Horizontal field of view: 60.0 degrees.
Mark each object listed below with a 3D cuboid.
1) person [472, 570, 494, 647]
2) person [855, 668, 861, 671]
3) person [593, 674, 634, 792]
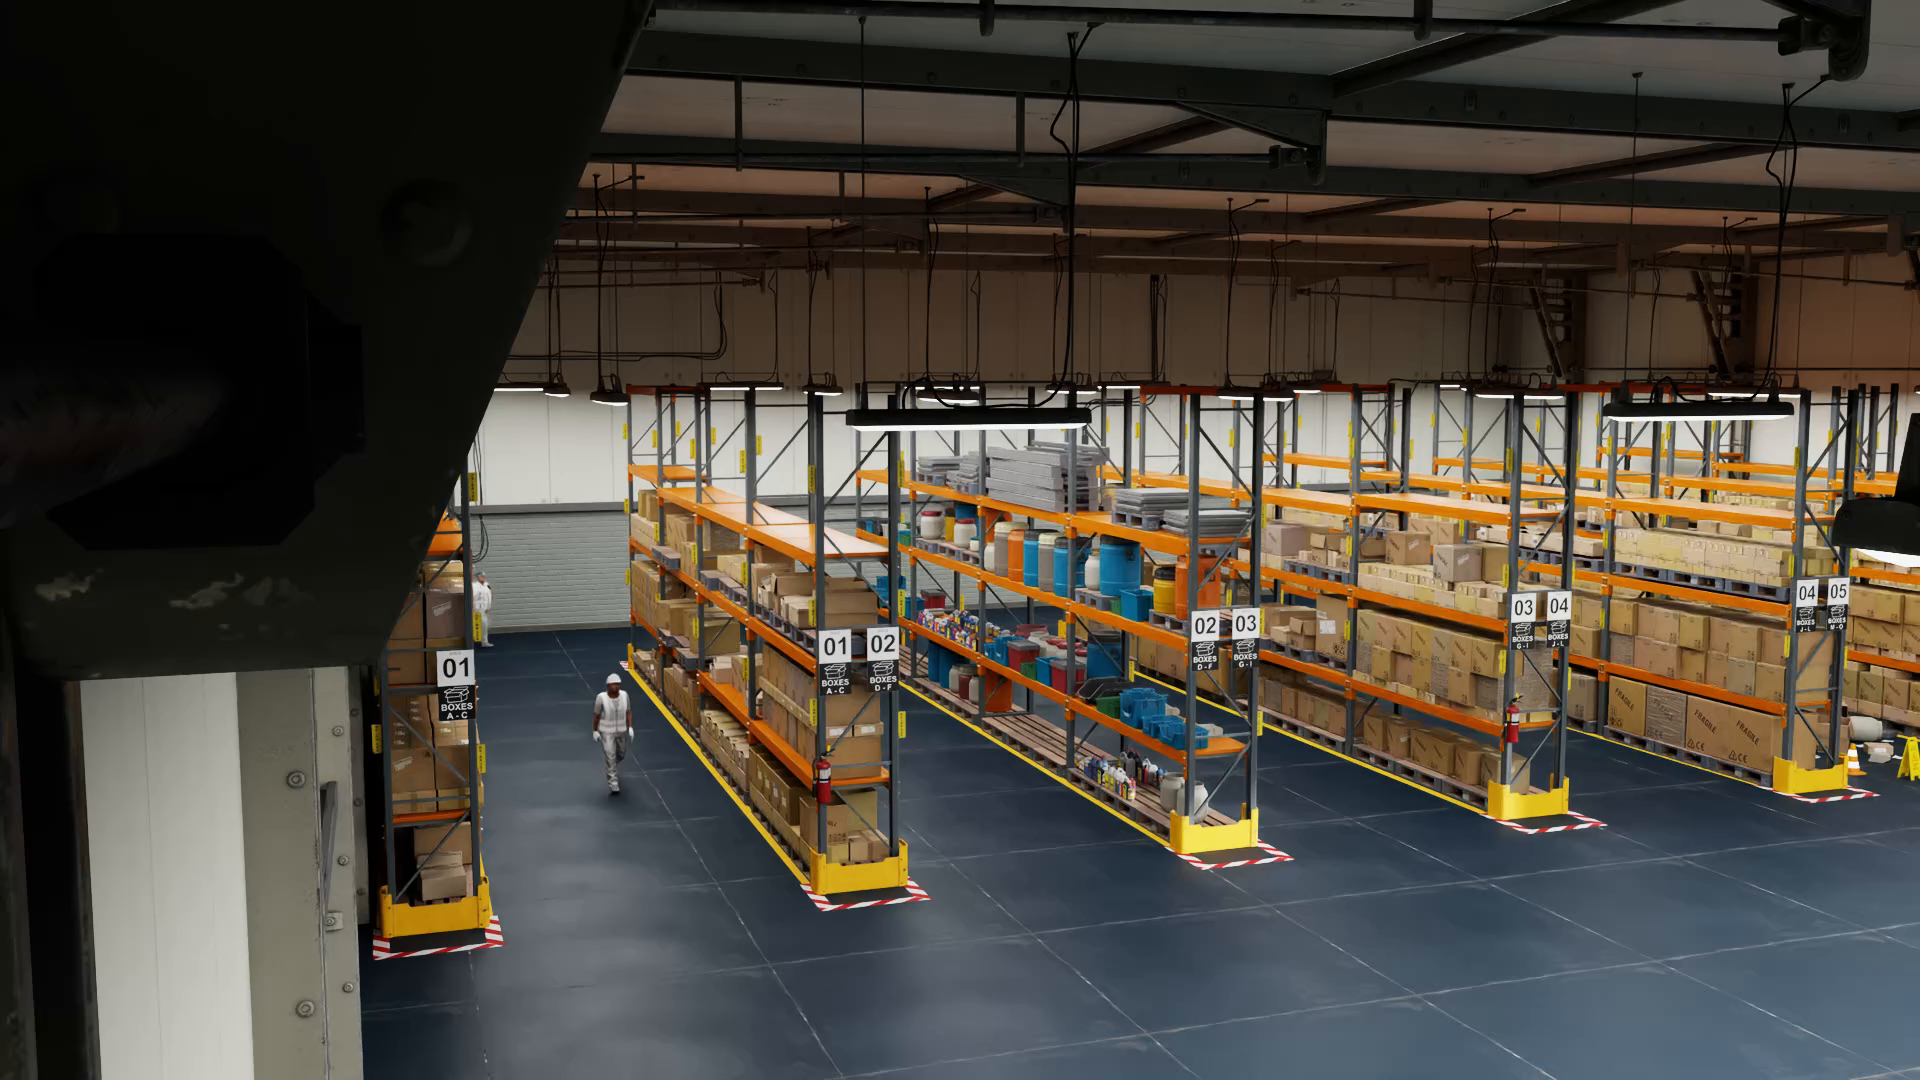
[{"bbox_3d":[-10.925,1.541,37.818,0.789,1.742,0.546,2,6,18],"label":"person"},{"bbox_3d":[-2.167,1.919,32.597,0.588,1.604,0.676,0,6,2],"label":"person"},{"bbox_3d":[-5.250,2.875,25.169,0.573,1.730,1.058,-4,7,-36],"label":"person"}]
